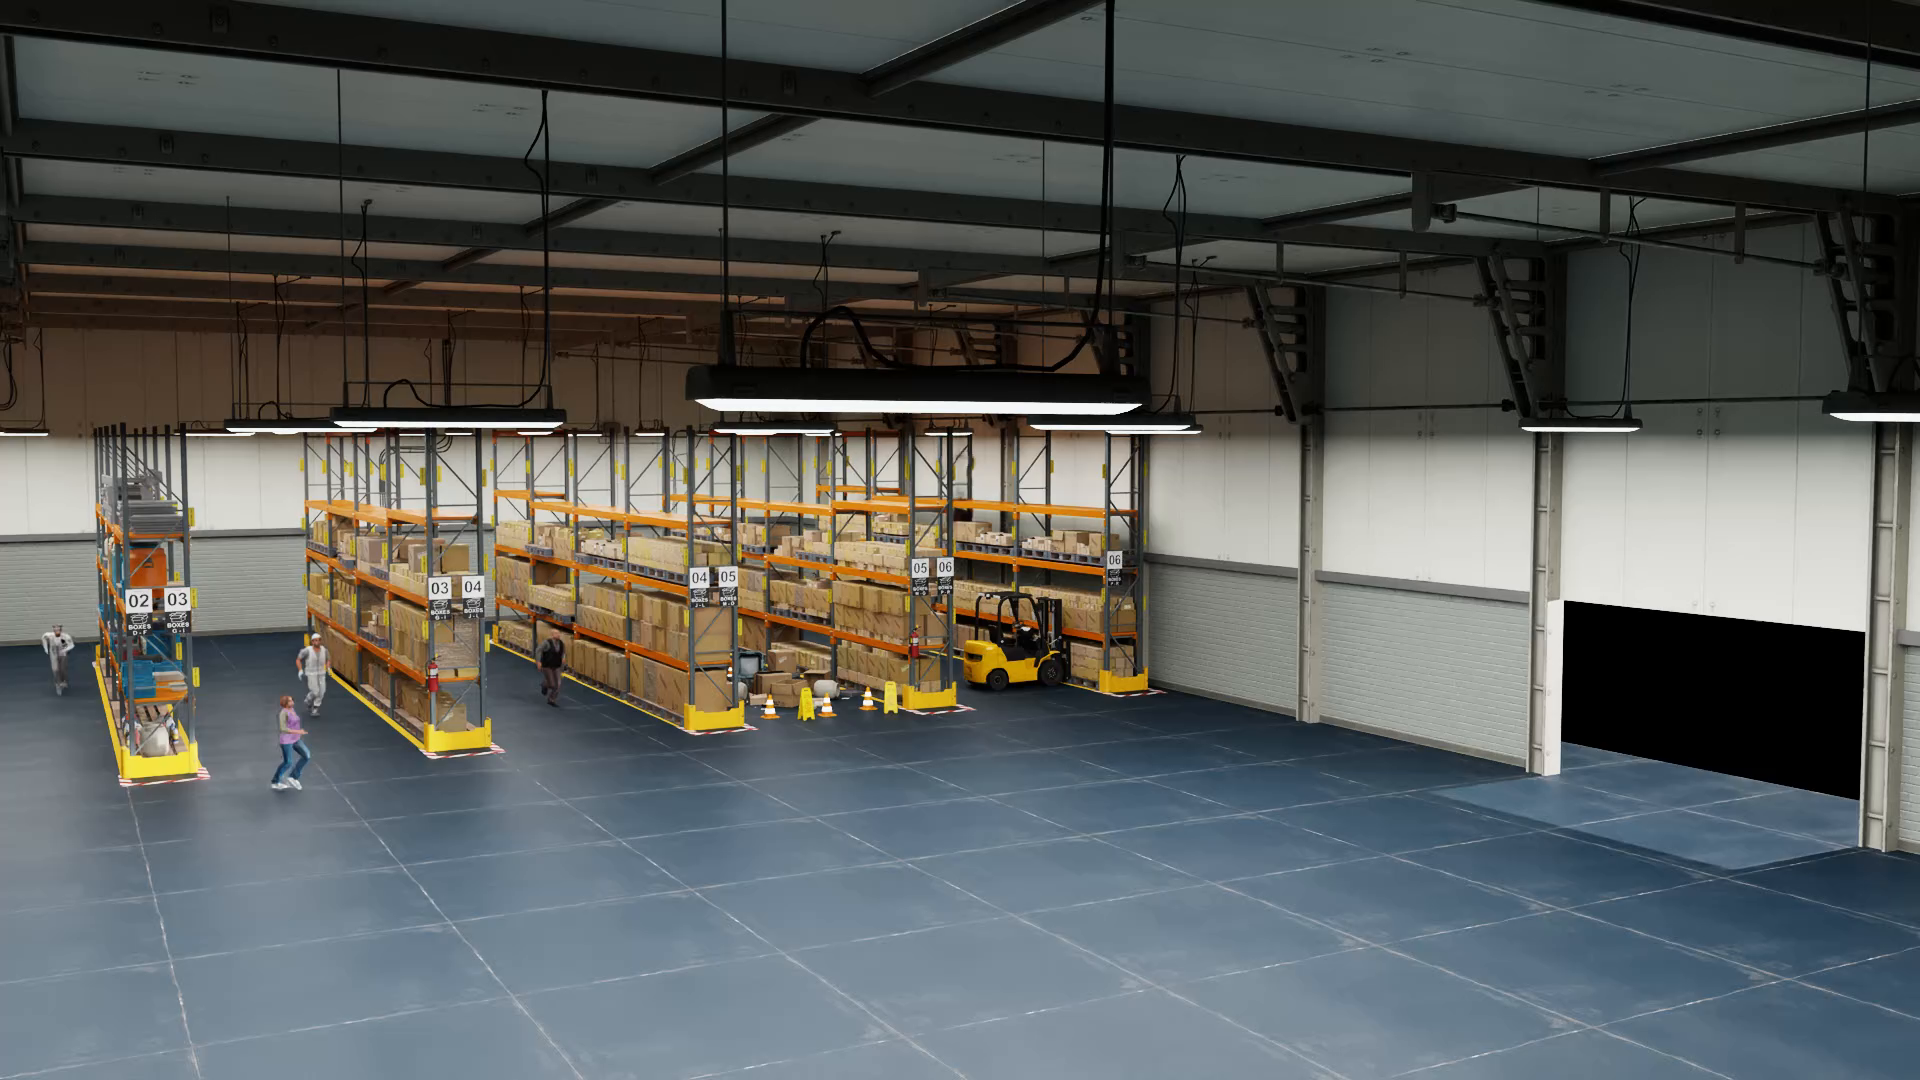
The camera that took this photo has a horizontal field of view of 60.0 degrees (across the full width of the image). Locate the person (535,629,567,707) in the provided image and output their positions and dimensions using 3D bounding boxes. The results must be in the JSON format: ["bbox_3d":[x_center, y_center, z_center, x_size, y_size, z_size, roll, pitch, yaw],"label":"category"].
[{"bbox_3d":[-8.767,2.744,35.721,0.691,1.680,0.691,-3,5,-43],"label":"person"}]

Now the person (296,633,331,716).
[{"bbox_3d":[-13.235,2.784,34.169,0.670,1.732,0.633,-3,5,-42],"label":"person"}]

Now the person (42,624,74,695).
[{"bbox_3d":[-20.398,2.679,37.655,0.659,1.625,0.968,-1,4,-21],"label":"person"}]

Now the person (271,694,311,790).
[{"bbox_3d":[-10.919,3.295,27.115,0.653,1.580,0.548,0,3,6],"label":"person"}]
